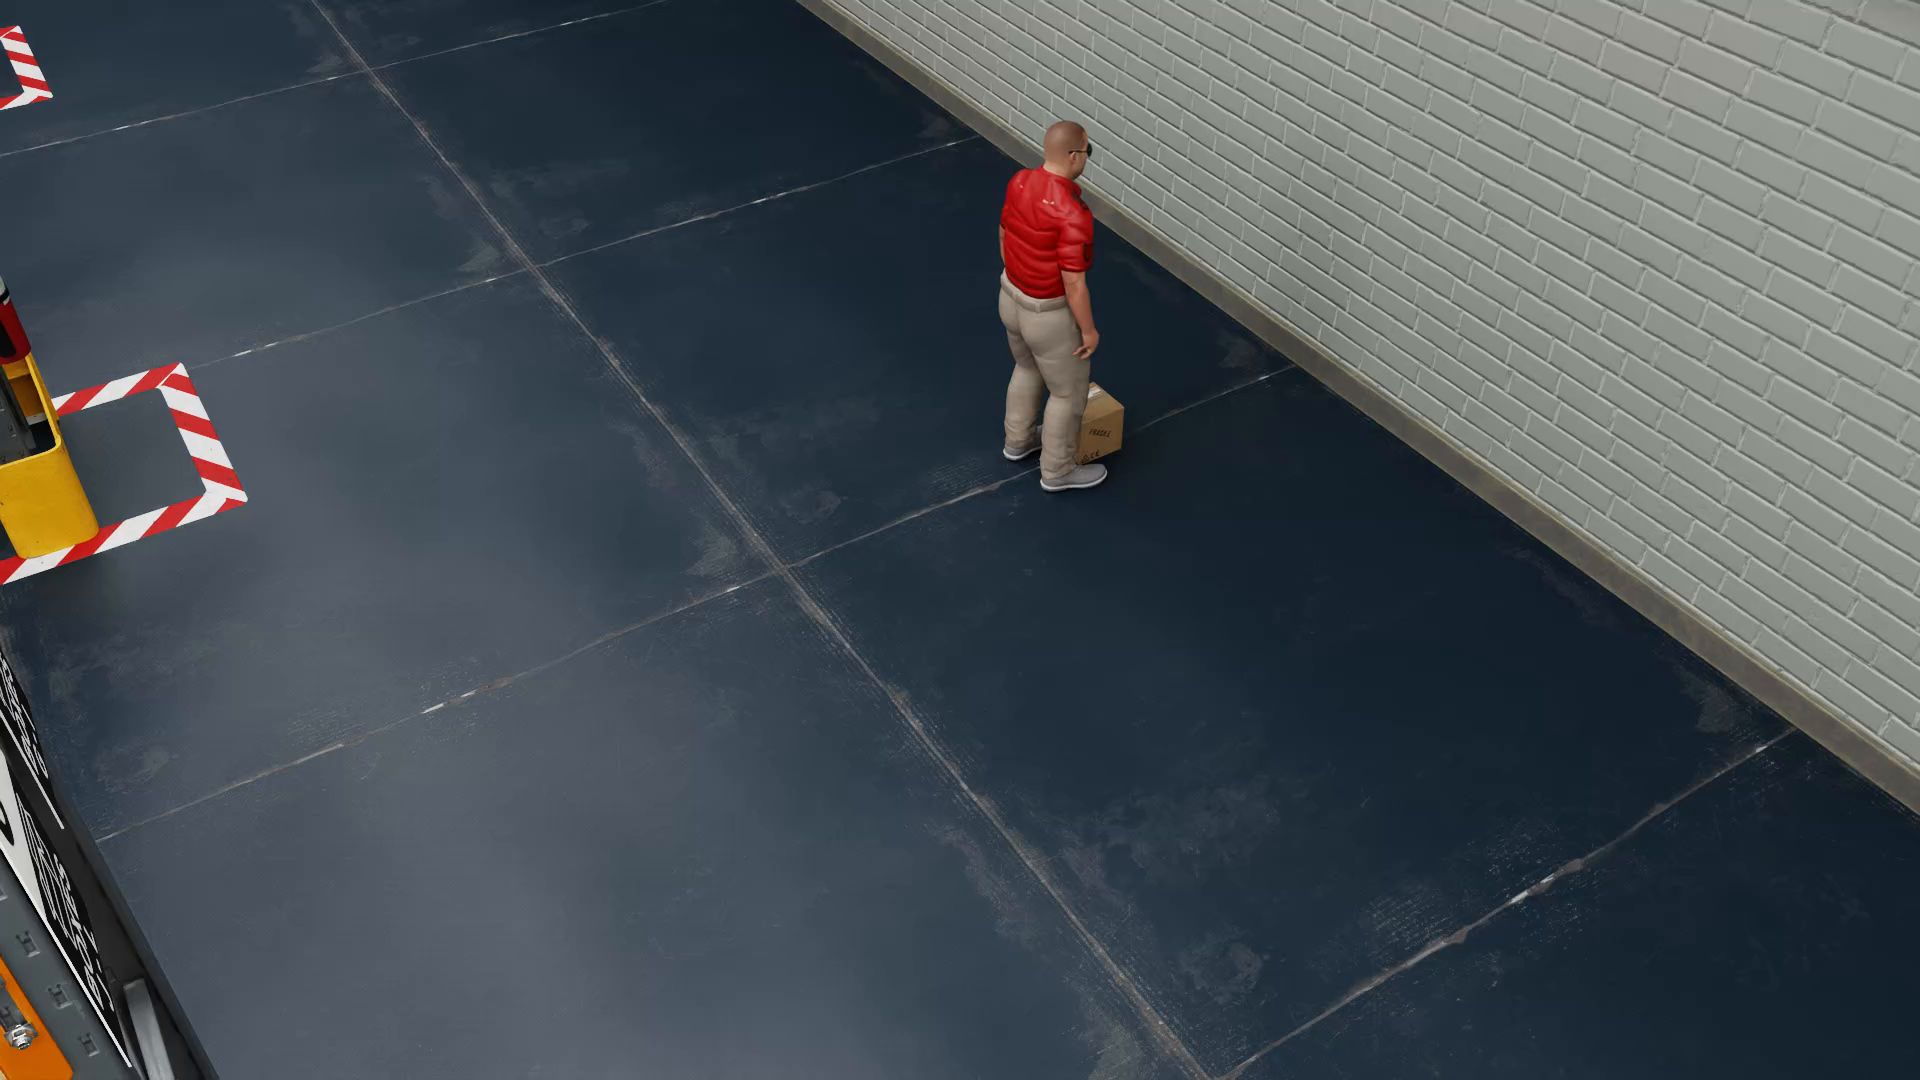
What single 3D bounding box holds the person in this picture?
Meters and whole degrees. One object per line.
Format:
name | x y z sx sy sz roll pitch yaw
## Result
person | 0.395 -1.029 7.372 0.388 1.726 0.590 -23 46 -25
